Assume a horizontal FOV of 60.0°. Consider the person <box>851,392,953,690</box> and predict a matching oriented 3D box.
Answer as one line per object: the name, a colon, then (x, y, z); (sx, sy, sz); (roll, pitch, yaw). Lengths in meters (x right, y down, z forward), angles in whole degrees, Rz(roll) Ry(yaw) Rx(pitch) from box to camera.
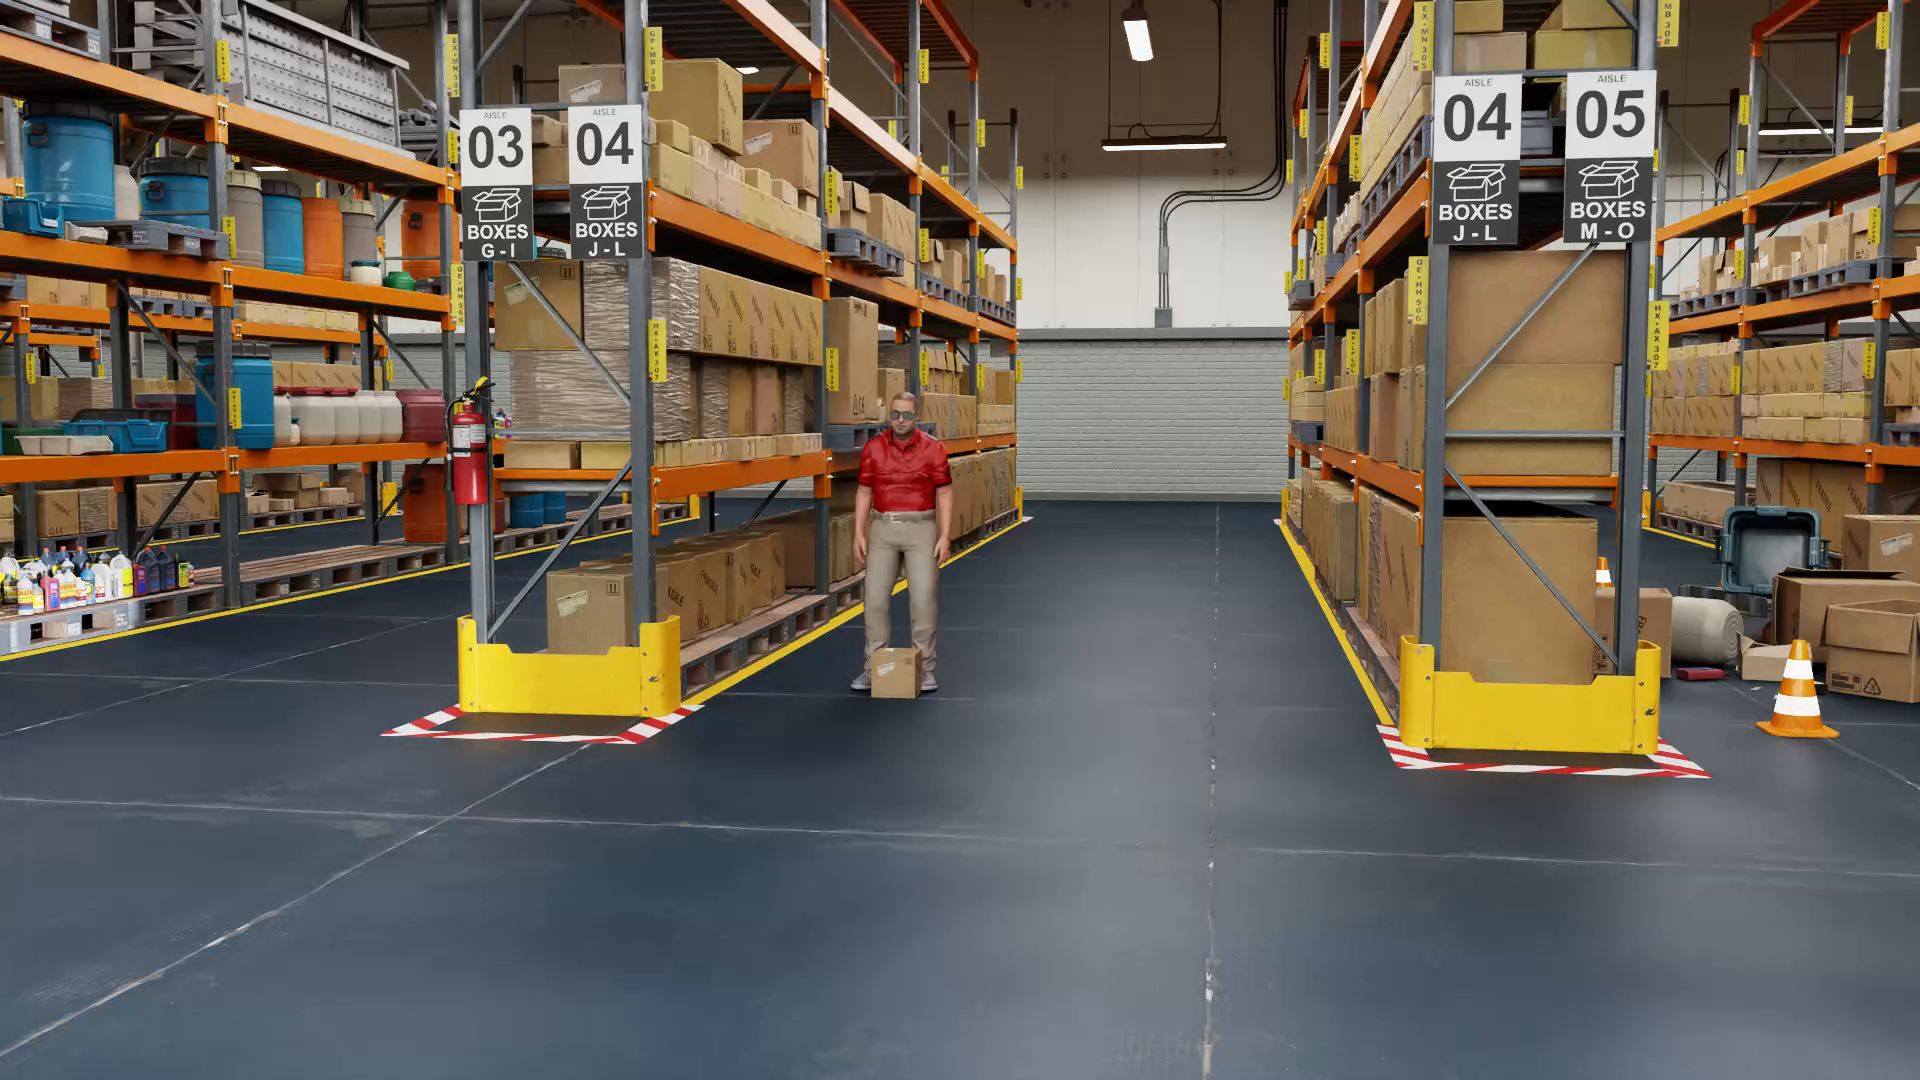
person: (-0.335, 0.002, 9.698); (0.585, 1.726, 0.396); (1, 4, 9)
